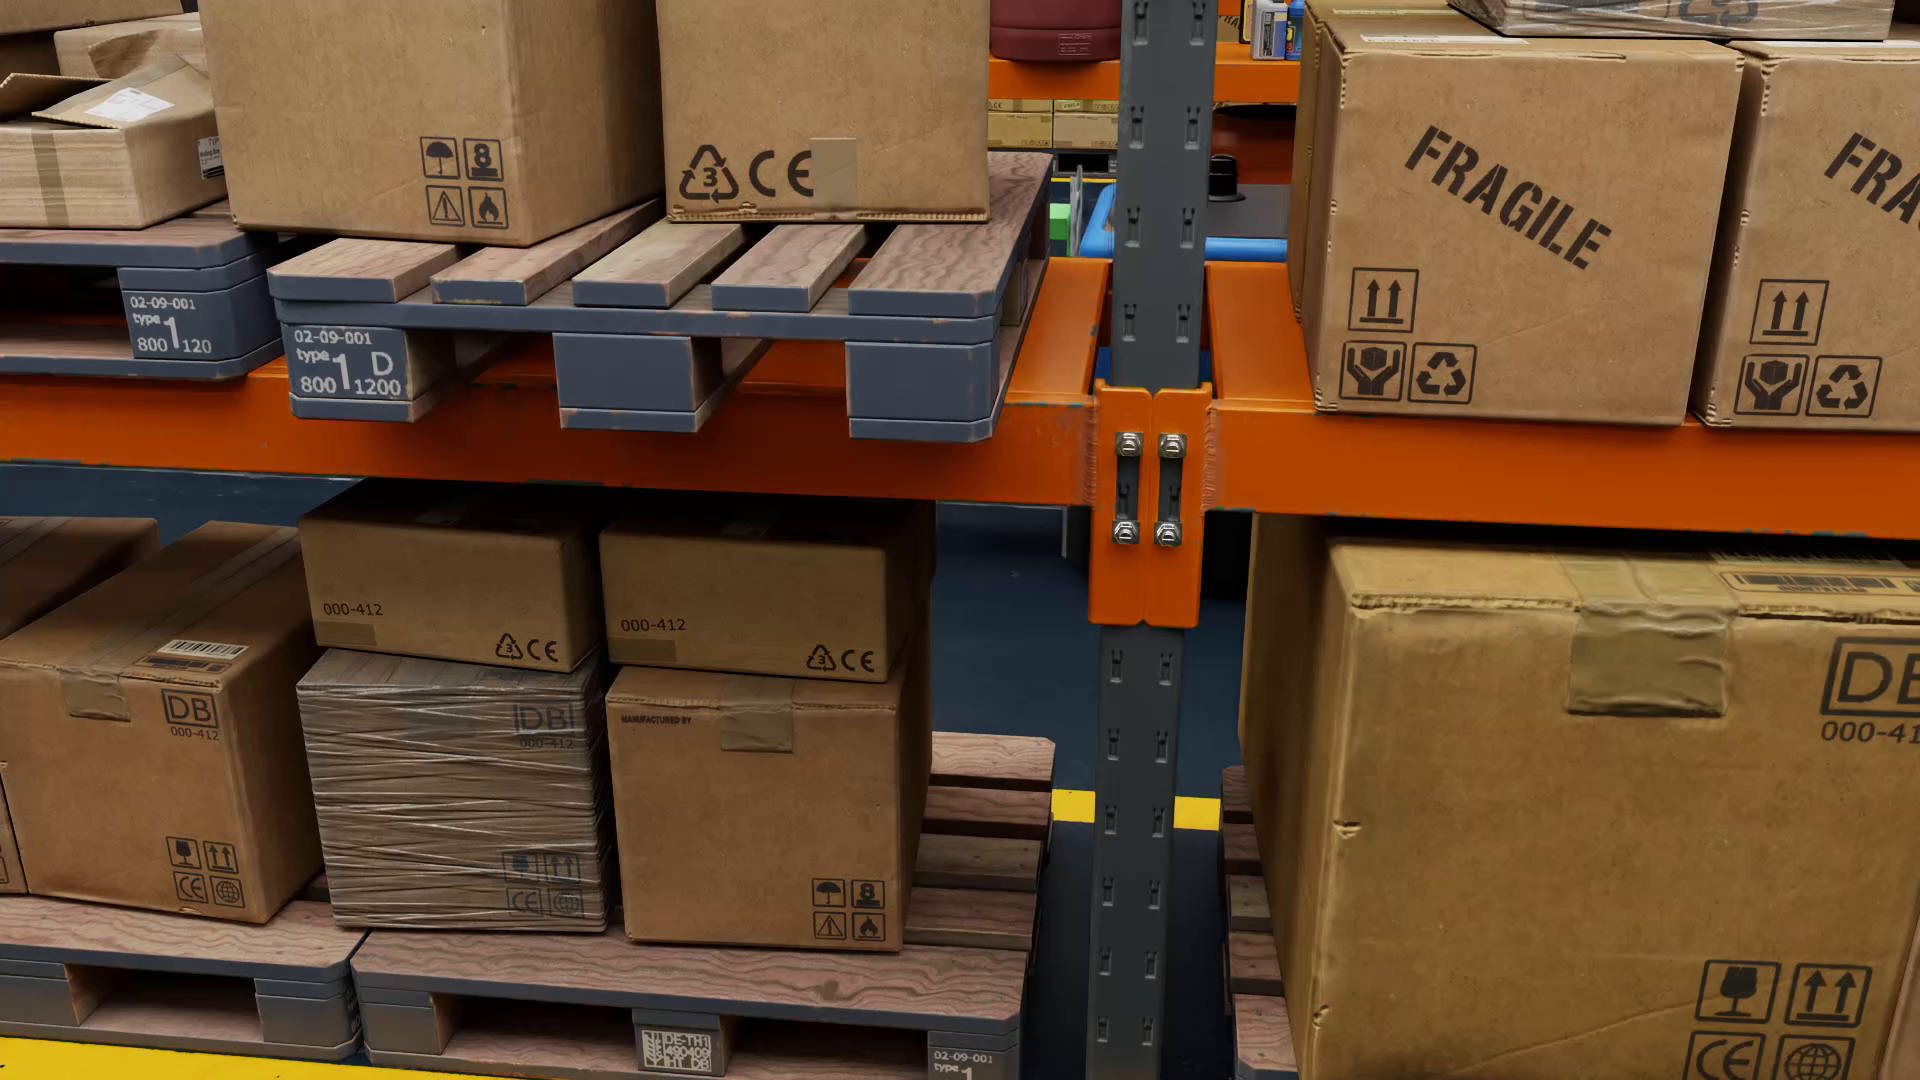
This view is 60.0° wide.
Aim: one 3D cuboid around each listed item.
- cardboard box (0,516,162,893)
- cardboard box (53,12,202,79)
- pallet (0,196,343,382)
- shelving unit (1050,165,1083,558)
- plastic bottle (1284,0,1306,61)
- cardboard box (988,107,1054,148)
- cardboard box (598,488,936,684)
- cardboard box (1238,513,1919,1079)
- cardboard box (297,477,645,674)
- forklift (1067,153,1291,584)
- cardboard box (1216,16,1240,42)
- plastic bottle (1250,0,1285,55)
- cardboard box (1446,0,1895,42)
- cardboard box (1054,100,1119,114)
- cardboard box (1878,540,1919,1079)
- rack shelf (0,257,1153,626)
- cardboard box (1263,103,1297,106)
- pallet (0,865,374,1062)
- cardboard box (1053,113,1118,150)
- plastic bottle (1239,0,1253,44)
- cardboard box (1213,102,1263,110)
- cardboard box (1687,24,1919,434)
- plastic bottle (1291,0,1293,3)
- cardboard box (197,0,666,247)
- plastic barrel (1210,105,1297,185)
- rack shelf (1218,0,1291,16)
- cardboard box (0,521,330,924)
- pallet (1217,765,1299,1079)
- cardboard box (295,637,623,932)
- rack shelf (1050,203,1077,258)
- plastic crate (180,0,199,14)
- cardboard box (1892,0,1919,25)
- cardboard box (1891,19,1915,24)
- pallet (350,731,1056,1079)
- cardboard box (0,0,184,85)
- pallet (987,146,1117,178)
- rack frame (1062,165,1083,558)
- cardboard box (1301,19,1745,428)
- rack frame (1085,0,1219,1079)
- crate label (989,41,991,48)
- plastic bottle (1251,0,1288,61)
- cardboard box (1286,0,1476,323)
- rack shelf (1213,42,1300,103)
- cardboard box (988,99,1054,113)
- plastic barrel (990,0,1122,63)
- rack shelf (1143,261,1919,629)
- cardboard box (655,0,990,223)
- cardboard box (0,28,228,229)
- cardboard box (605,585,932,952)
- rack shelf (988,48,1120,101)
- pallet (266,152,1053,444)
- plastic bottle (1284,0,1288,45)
[{"bbox_3d":[-2.002,0.308,3.383,0.500,0.500,0.700,1,22,2],"label":"cardboard box"},{"bbox_3d":[-1.301,-0.845,3.130,0.500,0.250,0.500,2,22,5],"label":"cardboard box"},{"bbox_3d":[-1.634,-0.545,2.998,1.213,0.211,1.003,2,22,6],"label":"pallet"},{"bbox_3d":[0.108,-0.557,5.217,0.503,1.200,0.258,3,22,8],"label":"shelving unit"},{"bbox_3d":[1.423,-2.160,6.998,0.097,0.271,0.097,0,22,0],"label":"plastic bottle"},{"bbox_3d":[0.442,-3.051,12.246,0.500,0.250,0.500,2,22,6],"label":"cardboard box"},{"bbox_3d":[-0.333,0.028,3.070,0.500,0.250,0.500,3,22,8],"label":"cardboard box"},{"bbox_3d":[1.019,0.267,3.003,0.875,0.875,1.225,2,22,4],"label":"cardboard box"},{"bbox_3d":[-0.861,0.009,3.119,0.500,0.250,0.500,5,22,12],"label":"cardboard box"},{"bbox_3d":[1.891,-1.319,4.789,3.031,2.935,1.130,3,22,8],"label":"forklift"},{"bbox_3d":[2.800,-5.104,16.624,0.750,0.750,0.750,2,22,6],"label":"cardboard box"},{"bbox_3d":[1.329,-2.232,7.176,0.135,0.276,0.152,2,22,6],"label":"plastic bottle"},{"bbox_3d":[1.060,-1.038,2.486,0.637,0.503,0.797,3,22,8],"label":"cardboard box"},{"bbox_3d":[0.957,-3.290,12.087,0.500,0.311,0.500,3,22,8],"label":"cardboard box"},{"bbox_3d":[1.903,0.309,2.898,0.875,0.875,1.225,3,22,6],"label":"cardboard box"},{"bbox_3d":[-1.650,-0.315,3.135,4.000,0.370,1.077,2,22,6],"label":"rack shelf"},{"bbox_3d":[2.445,-3.077,11.945,0.500,0.500,0.500,2,22,4],"label":"cardboard box"},{"bbox_3d":[-1.648,0.646,3.519,1.213,0.211,1.003,2,22,6],"label":"pallet"},{"bbox_3d":[0.954,-3.030,12.193,0.500,0.250,0.500,3,22,8],"label":"cardboard box"},{"bbox_3d":[1.371,-2.455,7.729,0.133,0.283,0.061,2,22,6],"label":"plastic bottle"},{"bbox_3d":[1.924,-3.098,11.997,0.500,0.500,0.500,3,22,9],"label":"cardboard box"},{"bbox_3d":[1.299,-0.468,2.407,0.500,0.500,0.500,2,22,5],"label":"cardboard box"},{"bbox_3d":[1.600,-2.445,7.704,0.133,0.283,0.061,2,22,6],"label":"plastic bottle"},{"bbox_3d":[-0.771,-0.801,2.679,0.500,0.500,0.700,6,22,14],"label":"cardboard box"},{"bbox_3d":[1.407,-1.542,7.642,0.708,0.830,0.600,2,22,6],"label":"plastic barrel"},{"bbox_3d":[3.492,-3.759,11.845,4.000,0.370,1.077,2,22,6],"label":"rack shelf"},{"bbox_3d":[-1.448,0.332,3.322,0.500,0.500,0.700,4,22,11],"label":"cardboard box"},{"bbox_3d":[1.110,0.795,3.141,1.213,0.211,1.003,2,22,6],"label":"pallet"},{"bbox_3d":[-0.884,0.354,3.266,0.500,0.500,0.700,1,22,2],"label":"cardboard box"},{"bbox_3d":[0.108,-0.944,5.064,0.480,0.148,0.258,3,22,8],"label":"rack shelf"},{"bbox_3d":[-3.558,-2.585,7.982,0.504,0.338,0.767,2,22,6],"label":"plastic crate"},{"bbox_3d":[1.707,-1.009,2.412,0.637,0.503,0.797,3,22,8],"label":"cardboard box"},{"bbox_3d":[1.350,-0.655,2.881,0.500,0.500,0.500,2,22,6],"label":"cardboard box"},{"bbox_3d":[-0.440,0.699,3.384,1.213,0.211,1.003,2,22,6],"label":"pallet"},{"bbox_3d":[-1.904,-0.938,3.021,0.637,0.503,0.797,5,22,12],"label":"cardboard box"},{"bbox_3d":[0.693,-2.933,12.571,1.213,0.211,1.003,2,22,6],"label":"pallet"},{"bbox_3d":[0.349,-0.543,5.182,0.015,1.200,0.240,3,22,8],"label":"rack frame"},{"bbox_3d":[0.787,-0.489,2.461,0.500,0.500,0.500,3,22,8],"label":"cardboard box"},{"bbox_3d":[0.336,-0.563,2.784,0.127,3.000,1.000,2,22,6],"label":"rack frame"},{"bbox_3d":[-0.036,-2.530,7.710,0.616,0.435,0.502,2,22,6],"label":"crate label"},{"bbox_3d":[1.311,-2.177,7.035,0.135,0.276,0.152,2,22,6],"label":"plastic bottle"},{"bbox_3d":[0.855,-0.679,2.940,0.500,0.500,0.500,3,22,8],"label":"cardboard box"},{"bbox_3d":[2.905,-1.950,7.271,4.000,0.370,1.077,2,22,6],"label":"rack shelf"},{"bbox_3d":[0.440,-3.310,12.138,0.500,0.311,0.500,2,22,5],"label":"cardboard box"},{"bbox_3d":[0.423,-2.344,7.104,0.708,0.536,0.600,2,22,6],"label":"plastic barrel"},{"bbox_3d":[2.322,-0.142,2.697,4.000,0.370,1.077,2,22,6],"label":"rack shelf"},{"bbox_3d":[-0.205,-0.814,2.711,0.500,0.500,0.500,0,22,0],"label":"cardboard box"},{"bbox_3d":[-1.352,-0.669,2.665,0.258,0.266,0.396,2,22,5],"label":"cardboard box"},{"bbox_3d":[-0.332,0.373,3.218,0.500,0.500,0.700,1,22,3],"label":"cardboard box"},{"bbox_3d":[-1.067,-2.123,7.709,4.000,0.370,1.077,2,22,6],"label":"rack shelf"},{"bbox_3d":[-0.384,-0.466,2.799,1.003,0.211,1.213,2,22,6],"label":"pallet"},{"bbox_3d":[1.483,-2.406,7.715,0.097,0.201,0.097,0,22,0],"label":"plastic bottle"}]
